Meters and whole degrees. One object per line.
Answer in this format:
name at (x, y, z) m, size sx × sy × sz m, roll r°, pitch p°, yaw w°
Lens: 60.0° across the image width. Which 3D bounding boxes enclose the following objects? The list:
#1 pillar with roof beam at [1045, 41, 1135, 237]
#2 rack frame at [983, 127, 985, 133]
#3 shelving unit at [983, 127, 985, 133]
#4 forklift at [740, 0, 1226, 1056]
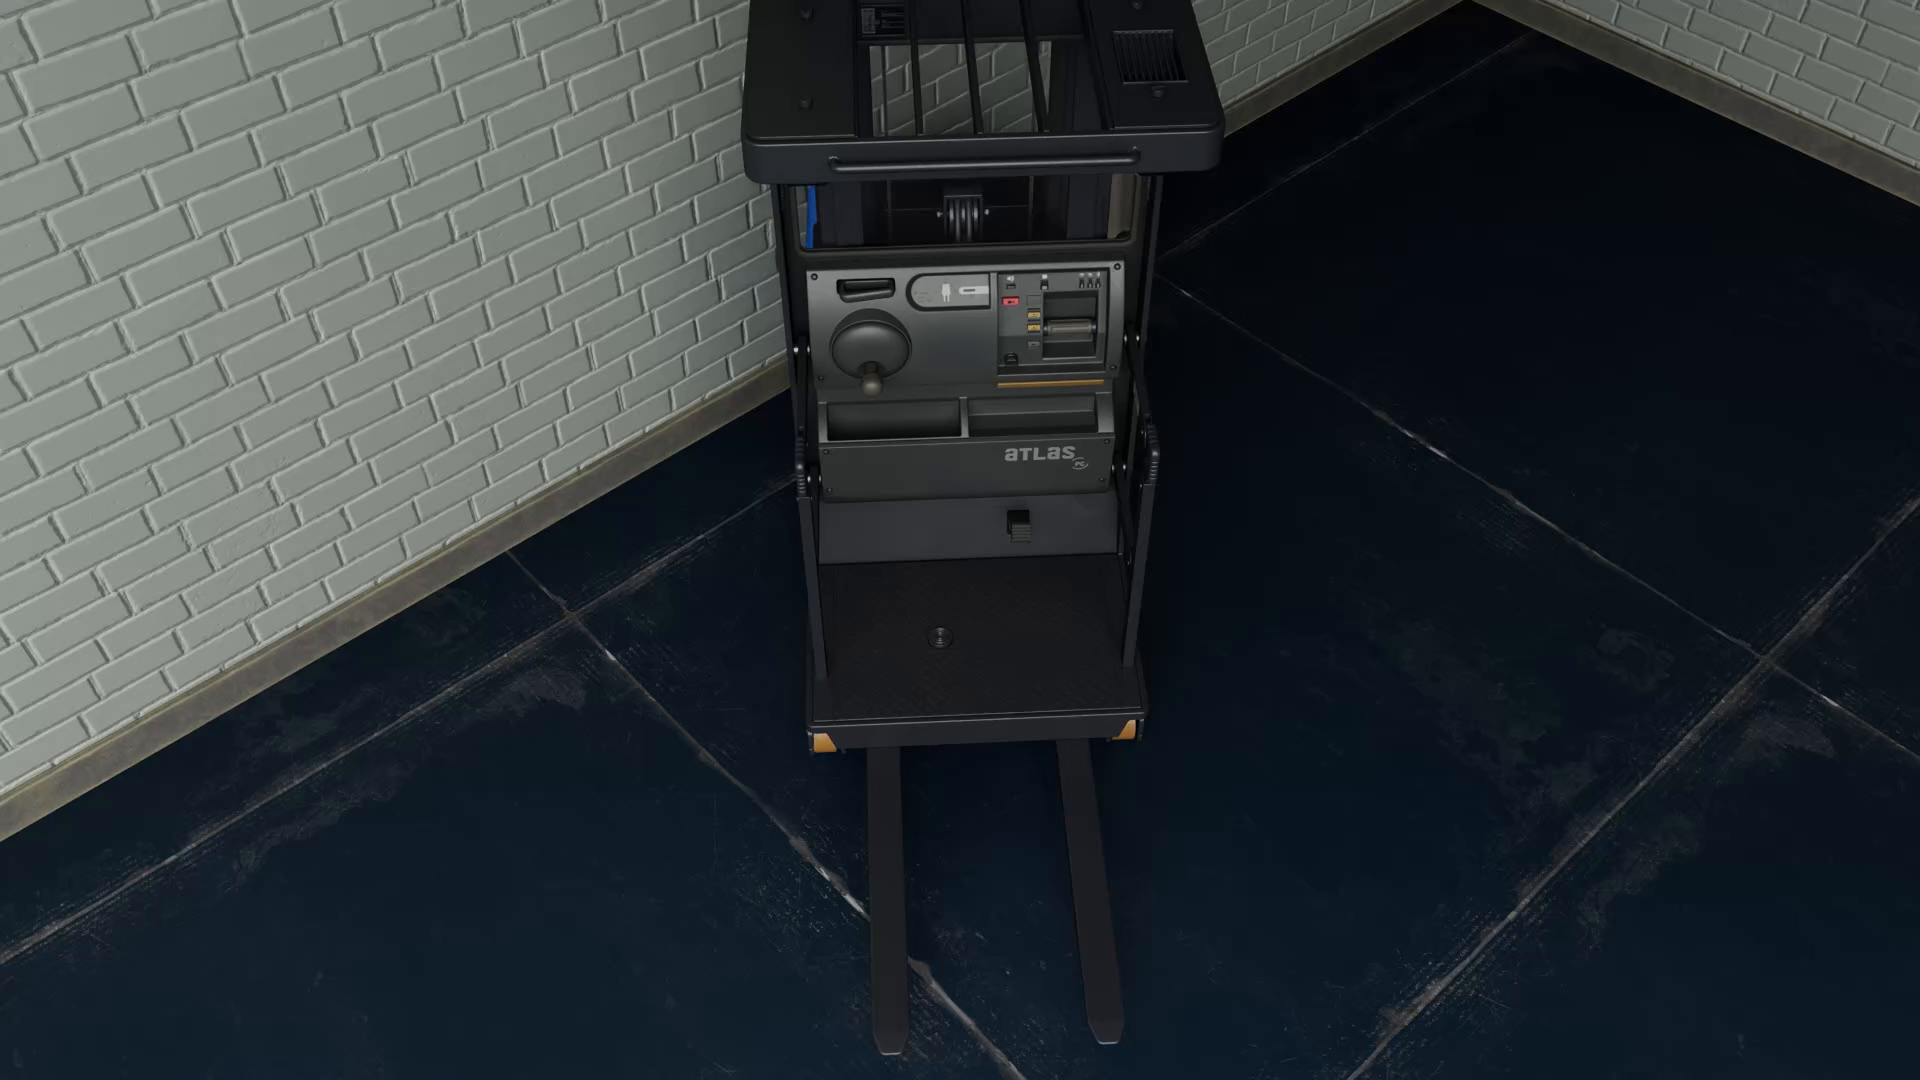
pillar with roof beam at (3.500, -2.092, 2.057) m, size 0.400 × 9.000 × 9.100 m, roll -34°, pitch 56°, yaw -27°
rack frame at (0.096, -1.116, 6.562) m, size 0.008 × 1.050 × 0.200 m, roll -3°, pitch 46°, yaw -3°
shelving unit at (-0.025, -1.109, 6.556) m, size 0.252 × 1.050 × 0.215 m, roll -3°, pitch 46°, yaw -3°
forklift at (0.033, -0.534, 4.749) m, size 1.130 × 2.935 × 3.031 m, roll -2°, pitch 47°, yaw -2°
